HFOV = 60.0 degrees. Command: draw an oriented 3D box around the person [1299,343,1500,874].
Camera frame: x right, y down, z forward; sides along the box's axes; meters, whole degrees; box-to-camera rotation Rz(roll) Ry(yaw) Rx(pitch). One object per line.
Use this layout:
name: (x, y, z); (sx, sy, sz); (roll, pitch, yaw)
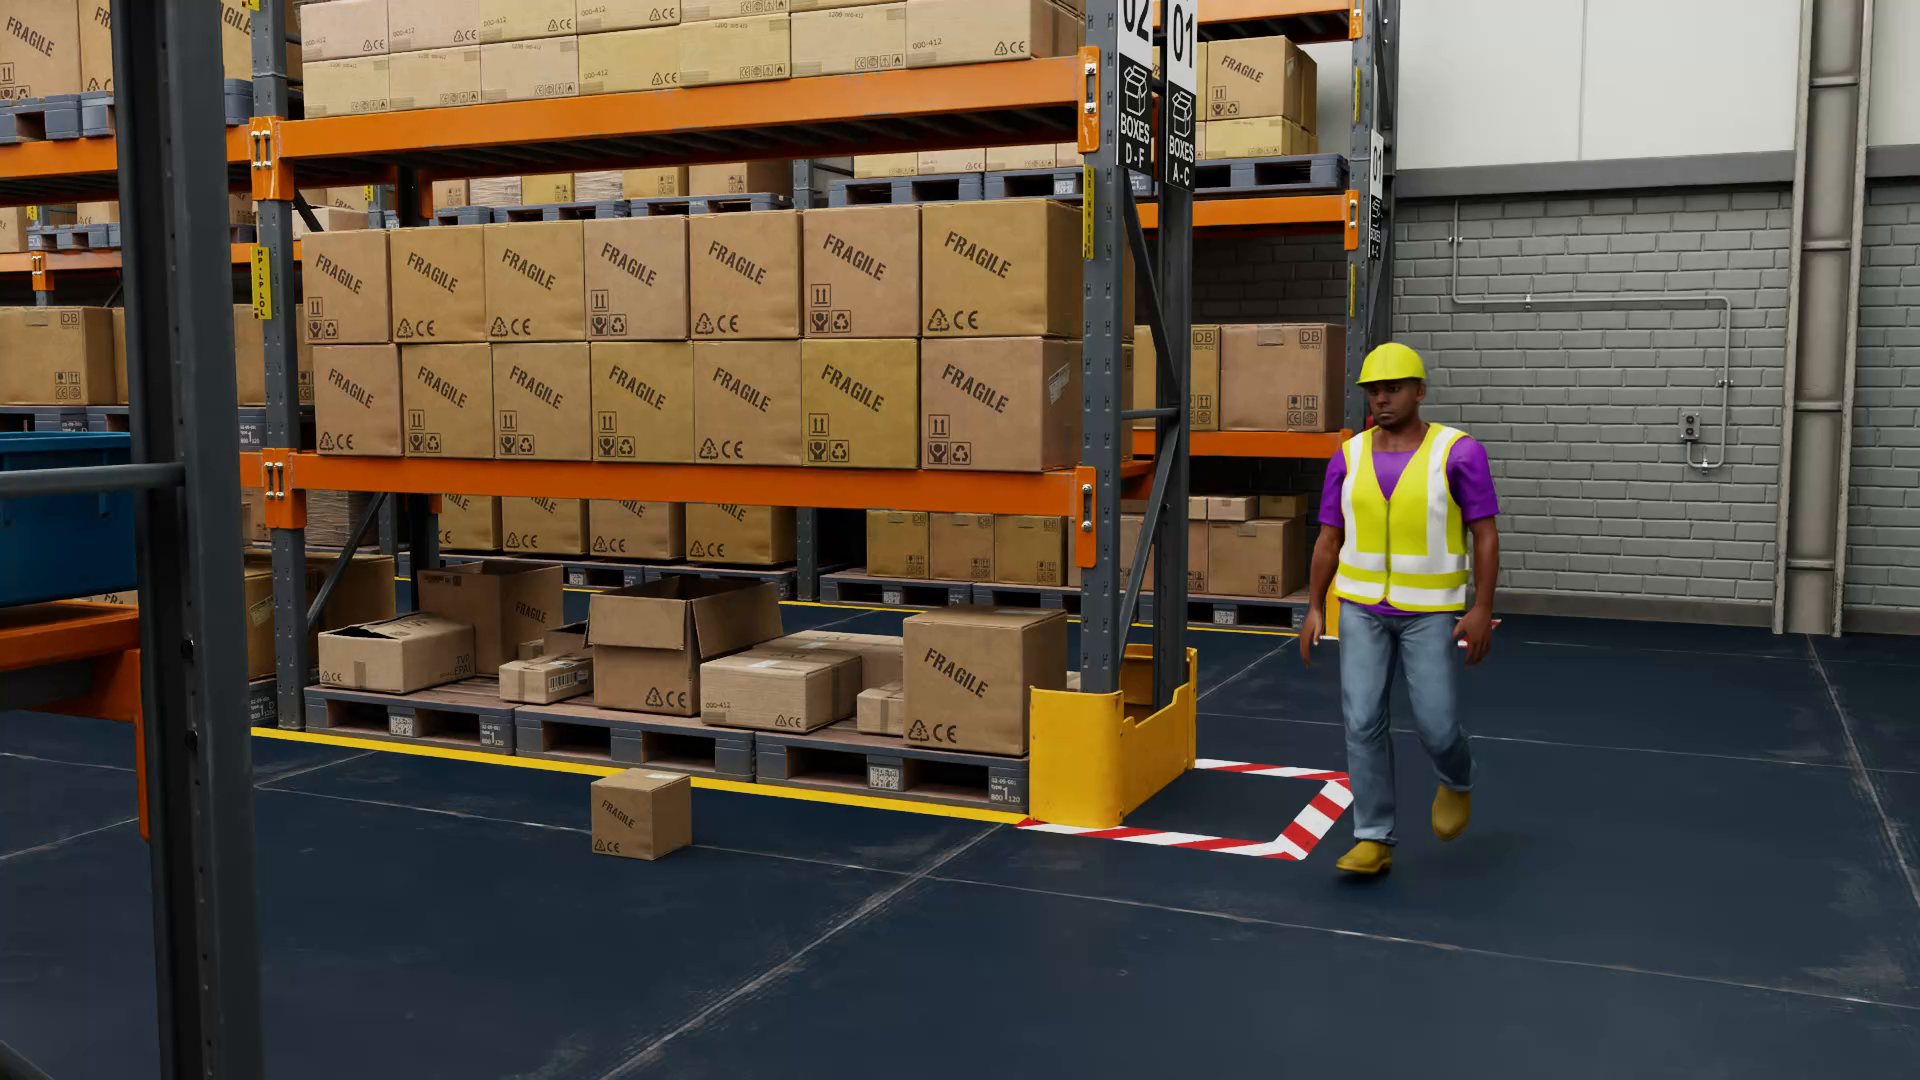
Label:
person: (1.481, 0.222, 5.557); (0.634, 1.750, 0.659); (3, 6, 30)
